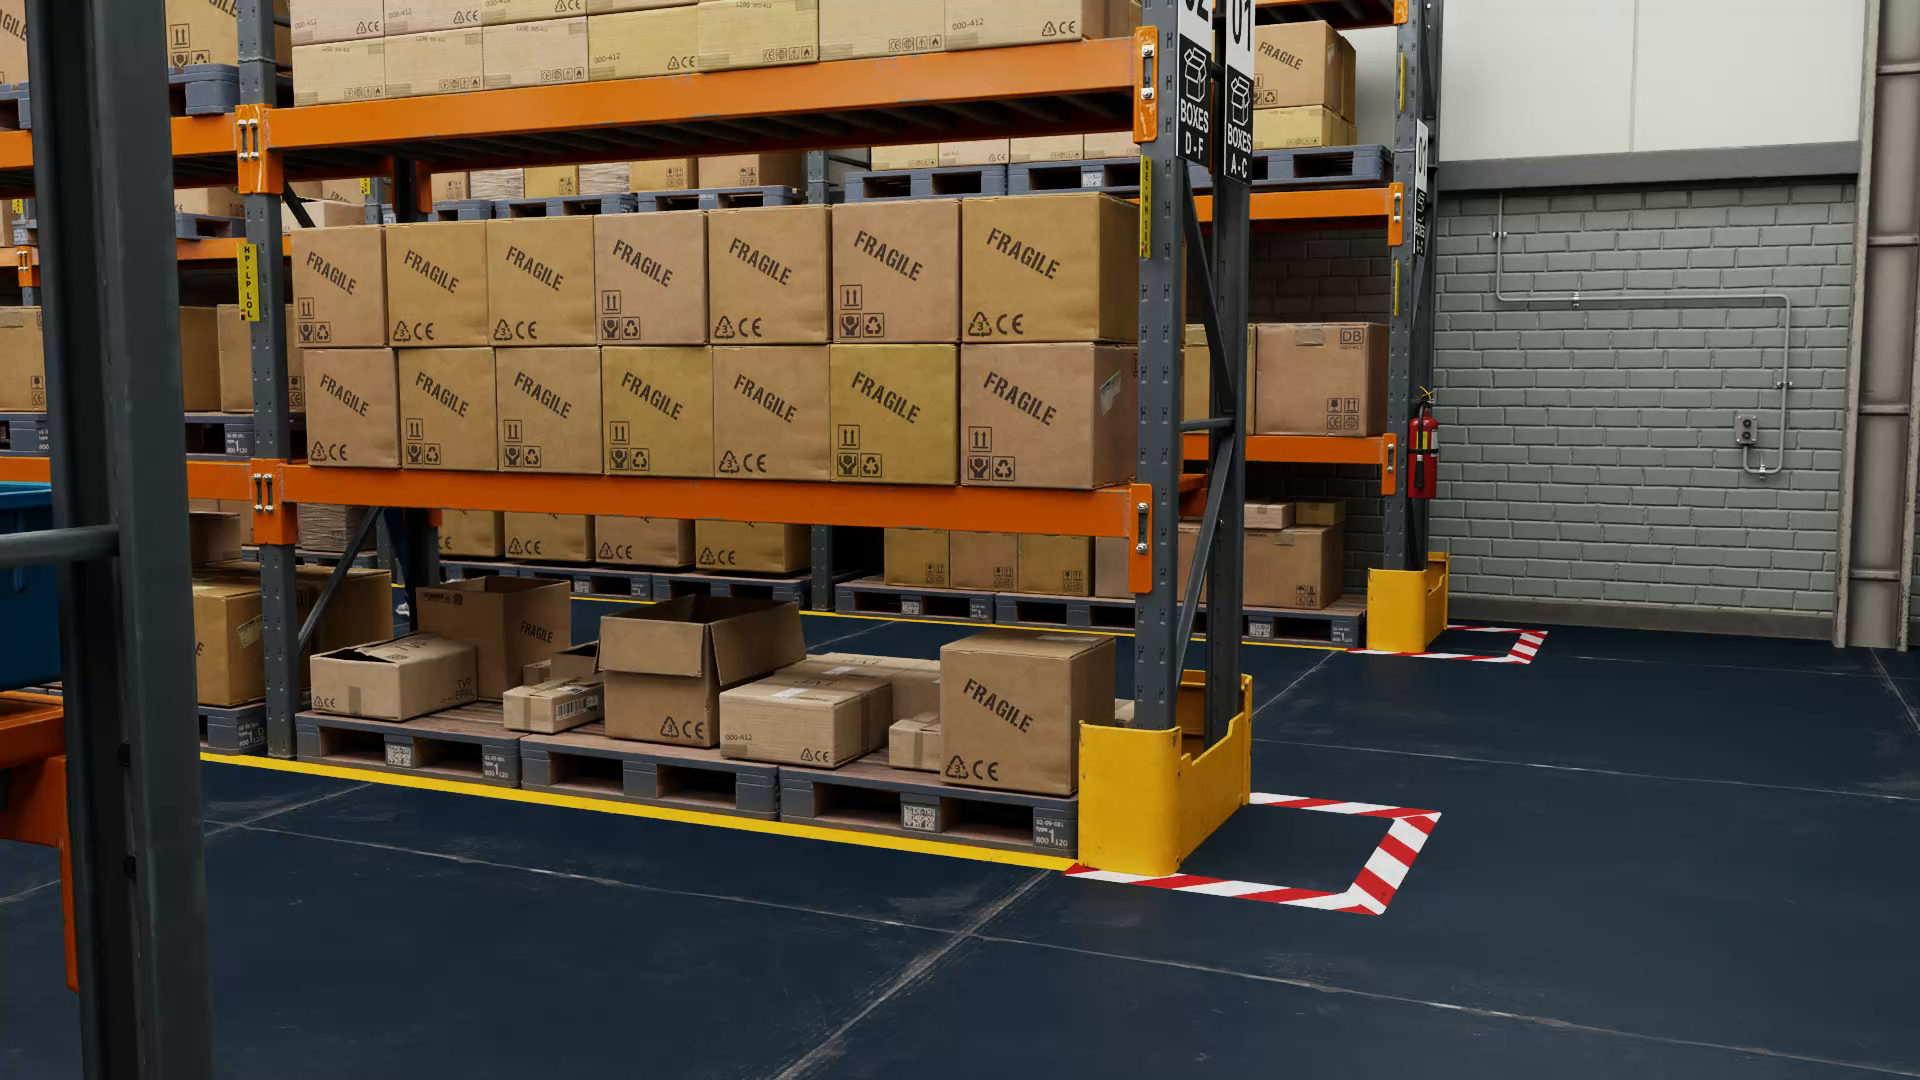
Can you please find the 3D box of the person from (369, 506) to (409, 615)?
[{"bbox_3d":[-3.838,-0.258,11.469,0.458,1.628,0.413,5,7,38],"label":"person"}]
